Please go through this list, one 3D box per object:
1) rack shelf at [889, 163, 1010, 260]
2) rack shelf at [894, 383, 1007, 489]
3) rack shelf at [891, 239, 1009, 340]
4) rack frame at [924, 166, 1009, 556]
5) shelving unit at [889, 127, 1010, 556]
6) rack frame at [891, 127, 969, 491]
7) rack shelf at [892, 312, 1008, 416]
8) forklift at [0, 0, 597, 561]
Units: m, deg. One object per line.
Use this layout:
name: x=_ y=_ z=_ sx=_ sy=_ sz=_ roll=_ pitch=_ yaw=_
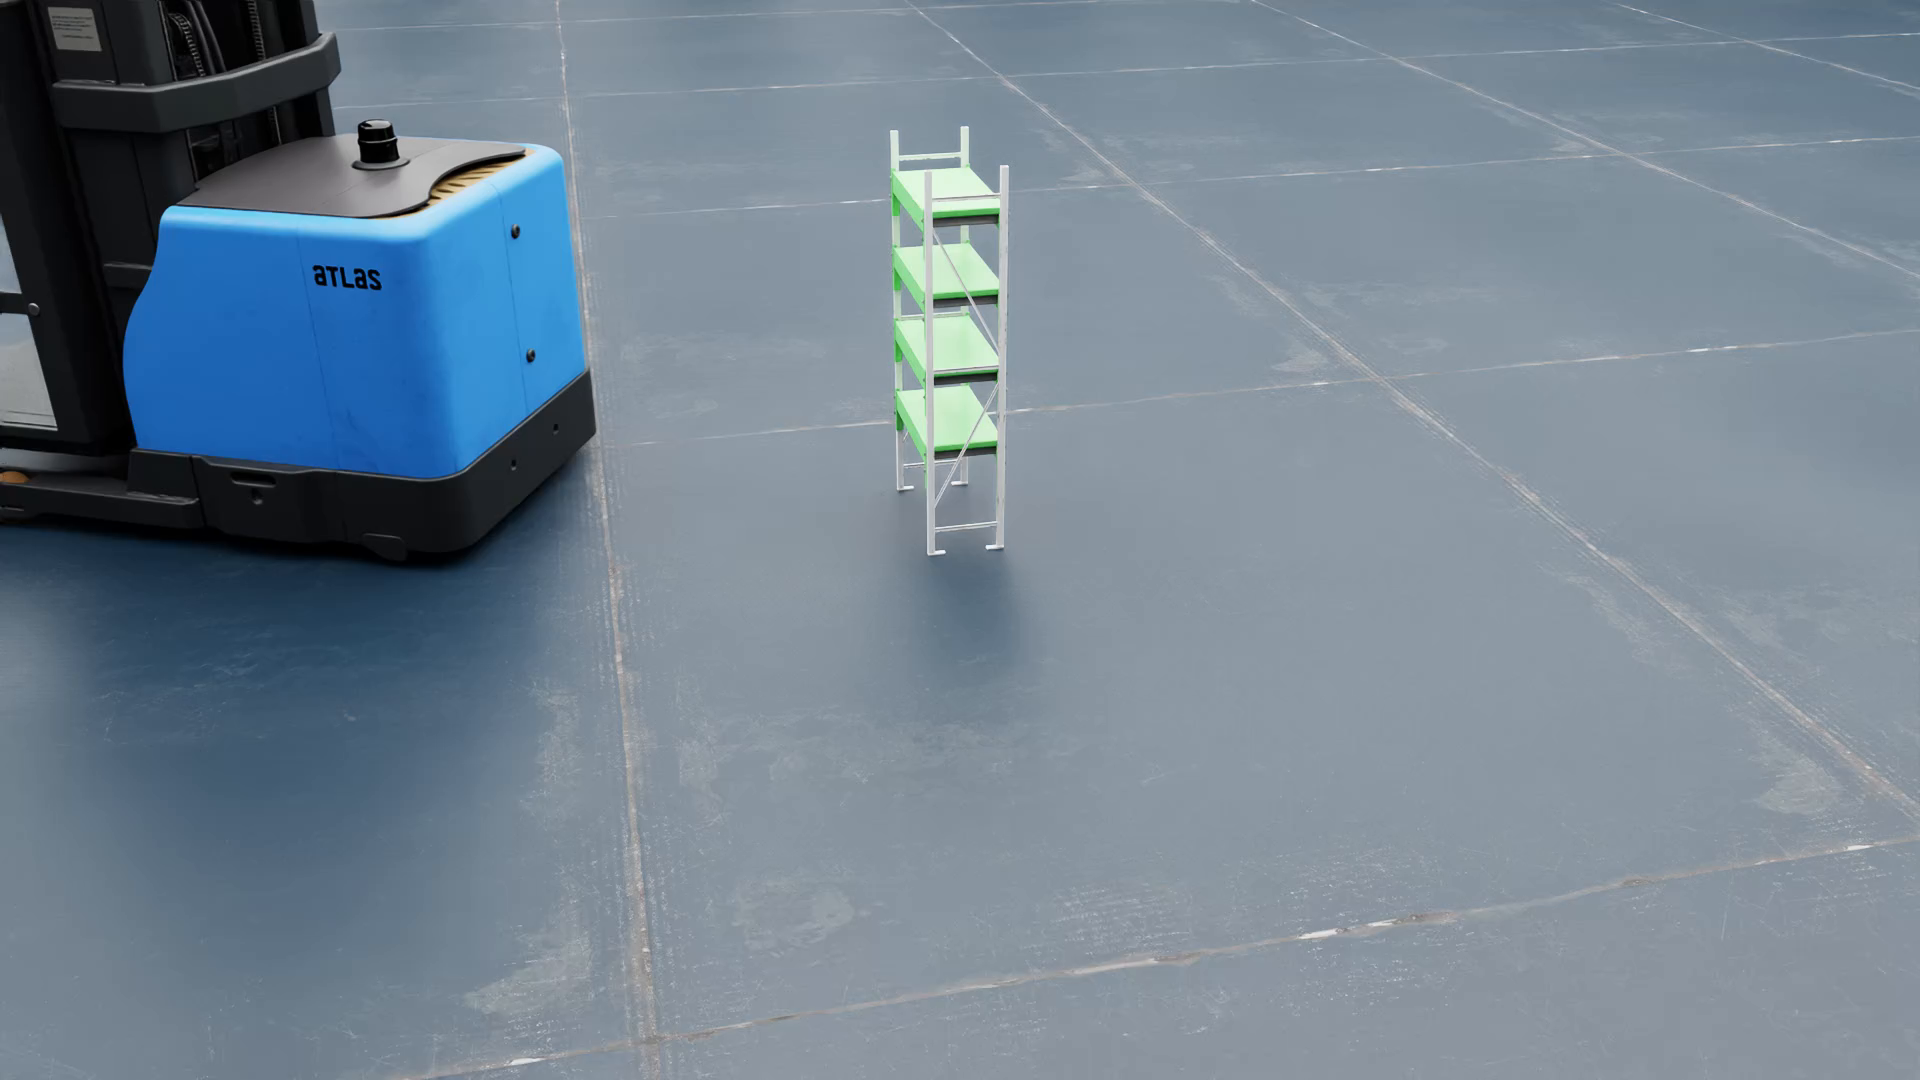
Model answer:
rack shelf: x=-0.037 y=-0.980 z=4.936 sx=0.258 sy=0.148 sz=0.480 roll=-6 pitch=27 yaw=-12
rack shelf: x=-0.037 y=-0.337 z=5.261 sx=0.258 sy=0.148 sz=0.480 roll=-6 pitch=27 yaw=-12
rack shelf: x=-0.037 y=-0.766 z=5.044 sx=0.258 sy=0.148 sz=0.480 roll=-6 pitch=27 yaw=-12
rack frame: x=0.018 y=-0.501 z=4.911 sx=0.240 sy=1.200 sz=0.015 roll=-6 pitch=27 yaw=-12
shelving unit: x=-0.037 y=-0.608 z=5.124 sx=0.258 sy=1.200 sz=0.503 roll=-6 pitch=27 yaw=-12
rack frame: x=-0.092 y=-0.715 z=5.336 sx=0.240 sy=1.200 sz=0.015 roll=-6 pitch=27 yaw=-12
rack shelf: x=-0.037 y=-0.551 z=5.152 sx=0.258 sy=0.148 sz=0.480 roll=-6 pitch=27 yaw=-12
forklift: x=-2.849 y=-1.583 z=5.134 sx=3.031 sy=2.935 sz=1.130 roll=6 pitch=27 yaw=12
